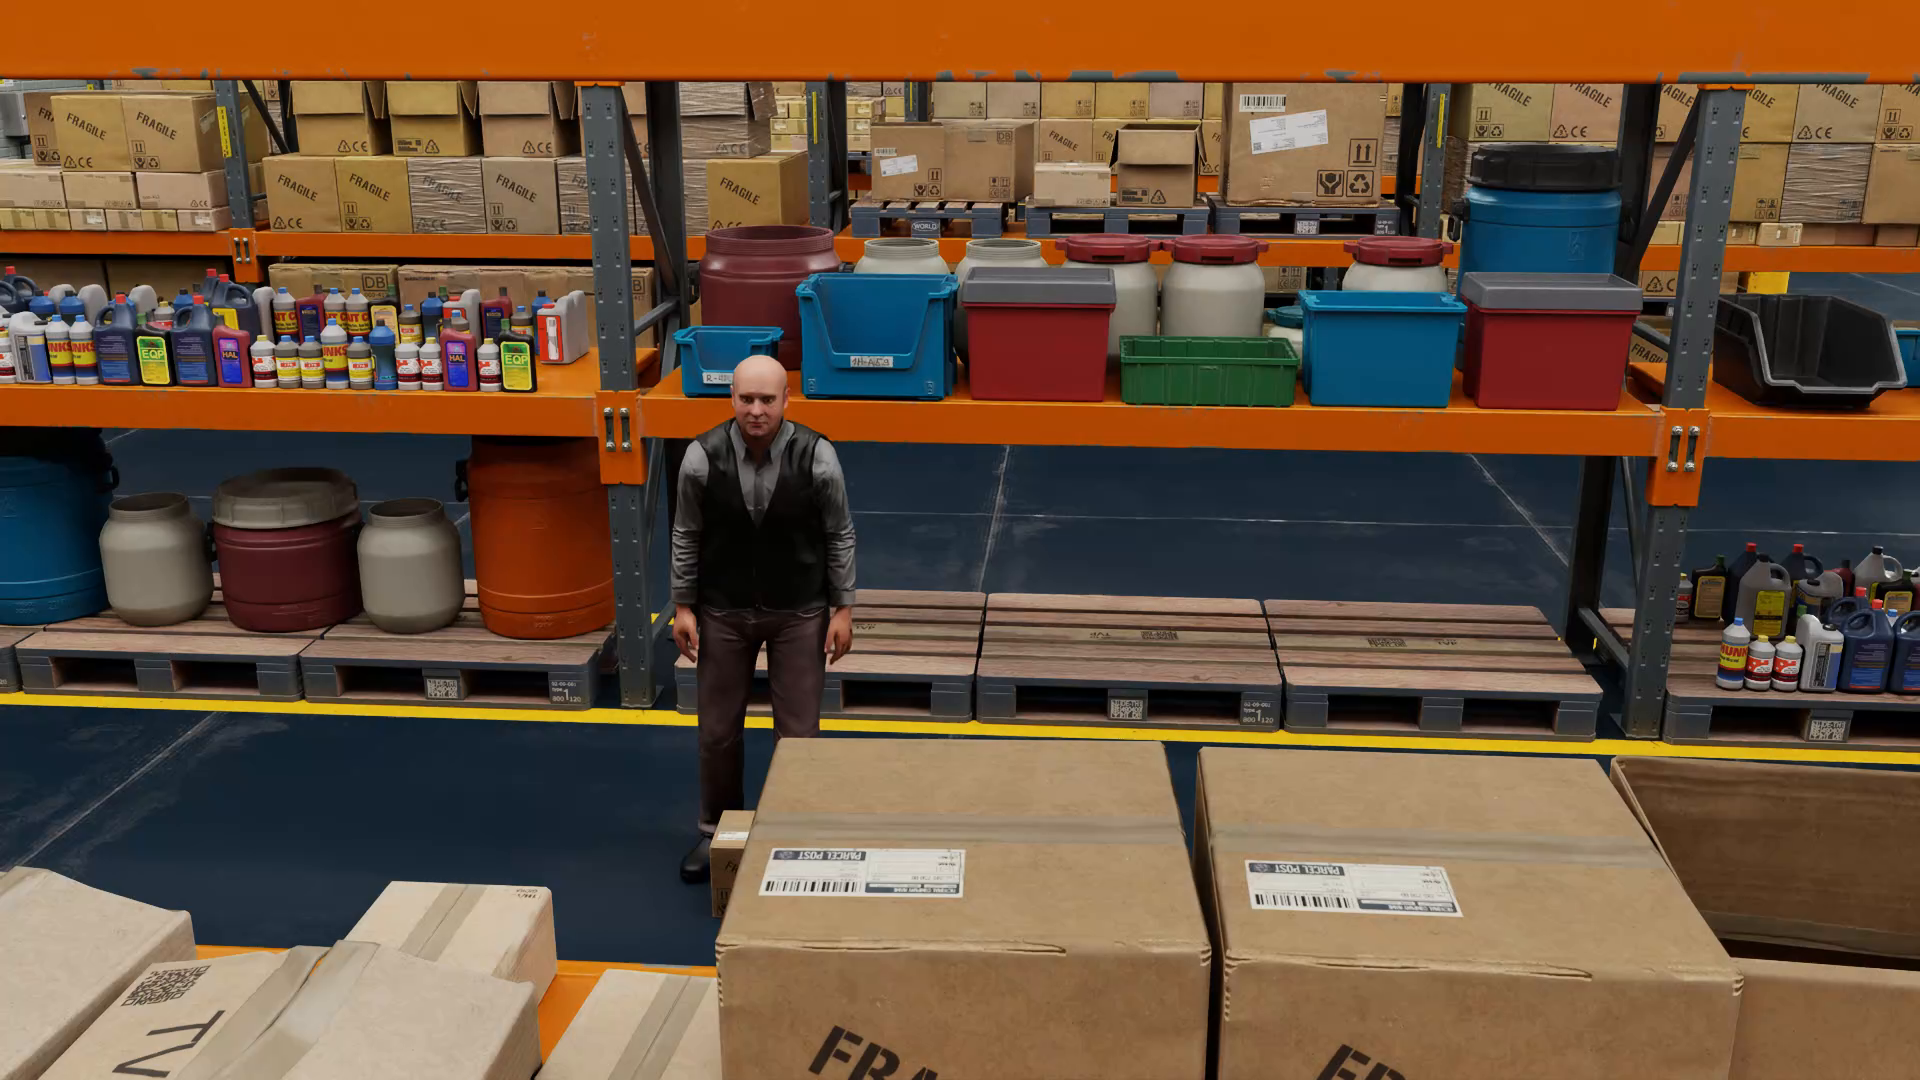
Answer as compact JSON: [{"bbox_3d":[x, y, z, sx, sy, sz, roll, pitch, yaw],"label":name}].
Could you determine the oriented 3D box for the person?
[{"bbox_3d":[-0.626,0.252,5.306,0.594,1.722,0.468,0,17,1],"label":"person"}]
